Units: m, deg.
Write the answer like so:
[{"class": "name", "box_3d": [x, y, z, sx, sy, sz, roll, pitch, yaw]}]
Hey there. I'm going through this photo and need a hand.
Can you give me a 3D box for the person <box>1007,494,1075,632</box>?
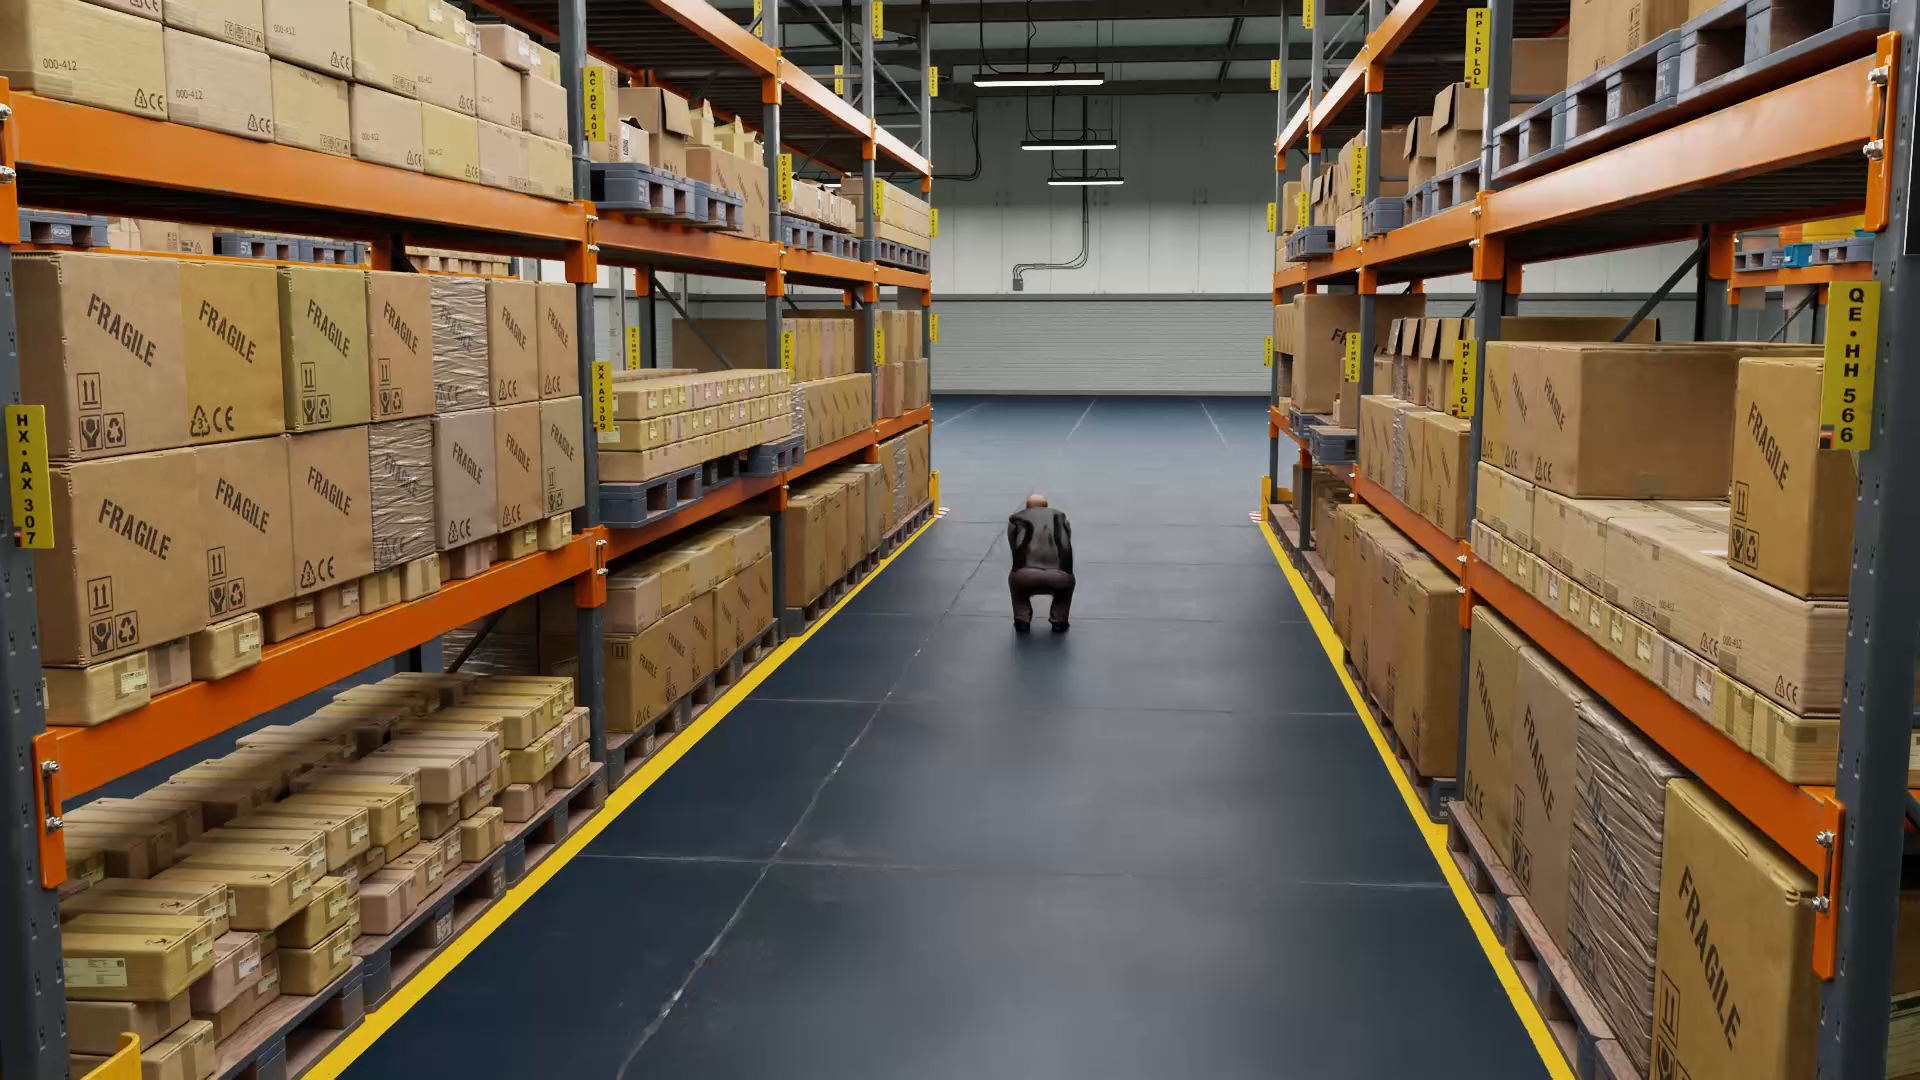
[{"class": "person", "box_3d": [0.608, 0.171, 12.506, 0.519, 0.972, 0.876, 1, 8, 5]}]
